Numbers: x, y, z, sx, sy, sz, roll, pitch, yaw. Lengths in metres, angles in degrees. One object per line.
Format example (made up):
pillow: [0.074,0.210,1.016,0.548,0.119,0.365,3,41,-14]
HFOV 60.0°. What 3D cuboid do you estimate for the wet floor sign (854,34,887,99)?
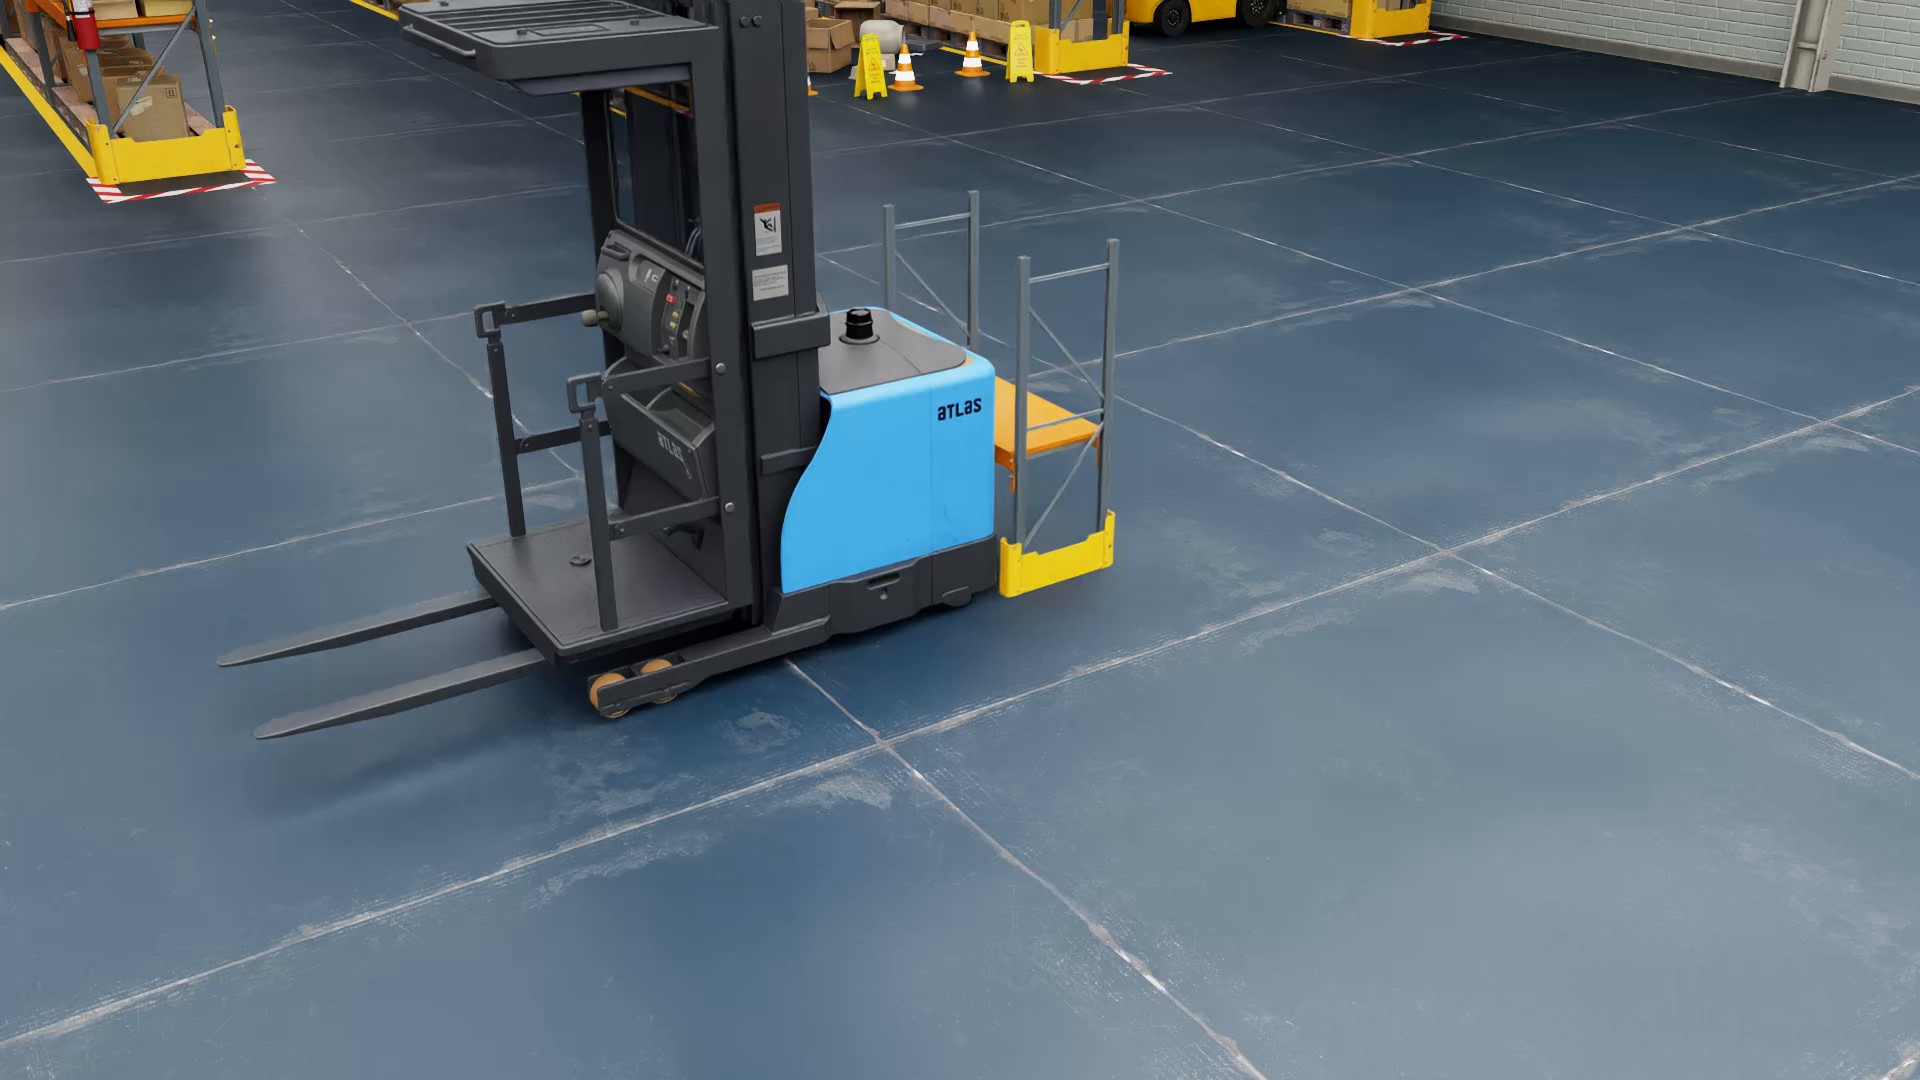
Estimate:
wet floor sign: [-0.957,-5.046,17.683,0.267,0.644,0.232,-22,33,-38]

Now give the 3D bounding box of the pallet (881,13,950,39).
pallet: [-0.327,-6.787,21.880,1.003,0.211,1.213,-16,29,-30]

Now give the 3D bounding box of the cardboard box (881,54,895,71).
cardboard box: [-0.947,-5.558,19.349,0.380,0.149,0.250,-1,25,-3]

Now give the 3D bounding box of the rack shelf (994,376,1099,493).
rack shelf: [0.157,-0.521,7.519,0.538,0.185,1.000,-16,30,-31]

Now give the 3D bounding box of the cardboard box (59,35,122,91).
cardboard box: [-8.841,-4.878,17.005,0.500,0.500,0.500,-17,30,-31]

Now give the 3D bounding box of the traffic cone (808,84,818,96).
traffic cone: [-1.732,-5.033,17.870,0.336,0.463,0.334,-16,29,-30]

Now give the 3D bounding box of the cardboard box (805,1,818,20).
cardboard box: [-2.137,-6.153,20.035,0.797,0.637,0.503,-16,29,-30]

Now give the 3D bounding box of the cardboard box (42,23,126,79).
cardboard box: [-9.343,-5.264,17.799,0.700,0.500,0.500,-18,31,-33]

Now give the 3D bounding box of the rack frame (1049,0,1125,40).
rack frame: [1.461,-6.849,18.745,1.000,3.000,0.127,-16,29,-30]

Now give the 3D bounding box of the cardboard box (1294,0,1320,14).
cardboard box: [4.833,-7.228,22.277,0.500,0.250,0.500,-16,29,-30]

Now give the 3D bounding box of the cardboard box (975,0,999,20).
cardboard box: [0.517,-6.547,19.954,0.500,0.500,0.500,-14,29,-28]

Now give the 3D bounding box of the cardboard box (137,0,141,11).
cardboard box: [-6.919,-4.678,14.439,0.380,0.149,0.250,-16,29,-30]

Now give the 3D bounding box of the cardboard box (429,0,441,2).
cardboard box: [-6.262,-7.143,21.510,1.050,0.750,0.750,-15,29,-29]

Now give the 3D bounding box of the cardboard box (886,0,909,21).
cardboard box: [-0.627,-6.952,21.693,0.500,0.250,0.500,-17,30,-32]

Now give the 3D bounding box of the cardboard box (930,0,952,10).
cardboard box: [-0.044,-6.917,20.739,0.500,0.500,0.500,-14,29,-27]

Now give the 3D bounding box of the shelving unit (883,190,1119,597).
shelving unit: [0.151,-0.687,7.449,0.587,1.500,1.083,-16,30,-31]

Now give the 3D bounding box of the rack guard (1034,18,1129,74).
rack guard: [1.419,-5.746,19.336,1.175,0.500,0.348,-16,29,-30]

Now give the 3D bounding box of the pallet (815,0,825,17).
pallet: [-1.819,-7.734,23.885,1.003,0.211,1.213,-16,29,-30]

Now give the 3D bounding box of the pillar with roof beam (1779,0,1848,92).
pillar with roof beam: [5.661,-8.030,14.219,9.100,9.000,0.400,-16,29,-30]

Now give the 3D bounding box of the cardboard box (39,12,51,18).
cardboard box: [-9.894,-5.639,18.594,0.700,0.500,0.500,-18,31,-34]

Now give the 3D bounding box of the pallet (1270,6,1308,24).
pallet: [4.503,-7.446,23.276,1.003,0.211,1.213,-16,29,-30]

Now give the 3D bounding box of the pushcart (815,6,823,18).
pushcart: [-2.606,-6.545,21.172,0.936,0.377,1.648,18,31,33]

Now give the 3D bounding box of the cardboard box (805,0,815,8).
cardboard box: [-2.198,-7.066,21.246,0.500,0.500,0.500,-16,29,-30]

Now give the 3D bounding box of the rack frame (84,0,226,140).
rack frame: [-6.843,-4.540,13.853,1.000,3.000,0.127,-16,29,-30]

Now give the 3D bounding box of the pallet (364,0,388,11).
pallet: [-8.086,-7.976,24.398,1.003,0.211,1.213,-16,29,-30]

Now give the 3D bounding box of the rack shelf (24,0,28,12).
rack shelf: [-10.118,-6.361,18.553,1.077,0.370,4.000,-16,29,-30]

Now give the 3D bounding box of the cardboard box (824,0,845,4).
cardboard box: [-1.407,-7.725,23.186,0.950,0.372,0.625,-14,28,-26]

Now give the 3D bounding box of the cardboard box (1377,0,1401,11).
cardboard box: [5.513,-7.175,22.164,0.500,0.250,0.500,-15,29,-29]

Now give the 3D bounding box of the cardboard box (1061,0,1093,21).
cardboard box: [1.238,-6.496,19.848,0.500,0.500,0.500,-17,30,-31]

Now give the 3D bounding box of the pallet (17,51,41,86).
pallet: [-10.123,-5.424,18.993,1.003,0.211,1.213,-16,29,-30]

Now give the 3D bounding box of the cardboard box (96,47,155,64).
cardboard box: [-8.118,-4.471,16.143,0.500,0.500,0.500,-19,31,-34]

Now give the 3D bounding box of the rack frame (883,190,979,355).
rack frame: [-0.129,-0.863,7.822,0.500,1.500,0.032,-16,30,-31]

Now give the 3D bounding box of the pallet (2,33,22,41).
pallet: [-11.577,-6.440,21.144,1.003,0.211,1.213,-16,29,-30]

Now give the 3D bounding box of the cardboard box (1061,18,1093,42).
cardboard box: [1.252,-6.149,19.990,0.500,0.250,0.500,-16,30,-30]

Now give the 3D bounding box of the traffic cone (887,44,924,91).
traffic cone: [-0.599,-5.175,18.170,0.336,0.463,0.334,-16,29,-30]

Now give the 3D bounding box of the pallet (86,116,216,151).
pallet: [-7.298,-3.605,15.139,1.003,0.211,1.213,-16,29,-30]

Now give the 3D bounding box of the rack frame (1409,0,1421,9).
rack frame: [5.617,-8.007,21.198,1.000,3.000,0.127,-16,29,-30]

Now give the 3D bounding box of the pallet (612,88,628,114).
pallet: [-3.134,-4.666,17.387,1.003,0.211,1.213,-16,29,-30]

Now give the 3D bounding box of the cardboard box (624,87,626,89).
cardboard box: [-3.057,-5.116,17.070,0.875,0.875,0.875,-15,29,-29]

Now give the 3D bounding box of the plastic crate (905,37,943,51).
plastic crate: [-0.553,-6.207,20.805,0.583,0.080,0.402,18,31,33]

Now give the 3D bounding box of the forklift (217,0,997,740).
forklift: [-1.355,-0.907,6.237,3.031,2.935,1.130,-16,29,-30]

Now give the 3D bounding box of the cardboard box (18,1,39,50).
cardboard box: [-10.514,-6.039,19.442,0.700,0.500,0.500,-18,31,-34]

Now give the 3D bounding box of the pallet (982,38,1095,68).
pallet: [1.005,-5.914,20.031,1.003,0.211,1.213,-16,29,-30]

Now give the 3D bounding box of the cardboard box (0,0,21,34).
cardboard box: [-11.569,-6.882,20.811,1.225,0.875,0.875,-17,30,-32]

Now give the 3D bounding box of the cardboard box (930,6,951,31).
cardboard box: [-0.035,-6.575,20.893,0.500,0.250,0.500,-16,30,-30]

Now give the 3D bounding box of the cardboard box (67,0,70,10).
cardboard box: [-7.487,-4.647,14.374,0.380,0.149,0.250,-16,29,-30]

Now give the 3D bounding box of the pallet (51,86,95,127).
pallet: [-8.630,-4.478,16.987,1.003,0.211,1.213,-16,29,-30]

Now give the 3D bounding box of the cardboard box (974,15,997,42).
cardboard box: [0.518,-6.209,20.118,0.500,0.250,0.500,-15,29,-29]

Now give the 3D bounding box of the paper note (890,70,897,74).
paper note: [-0.723,-5.381,19.112,0.142,0.019,0.148,18,31,33]

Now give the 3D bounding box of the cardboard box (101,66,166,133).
cardboard box: [-7.524,-4.032,15.214,0.500,0.500,0.500,-8,26,-16]
